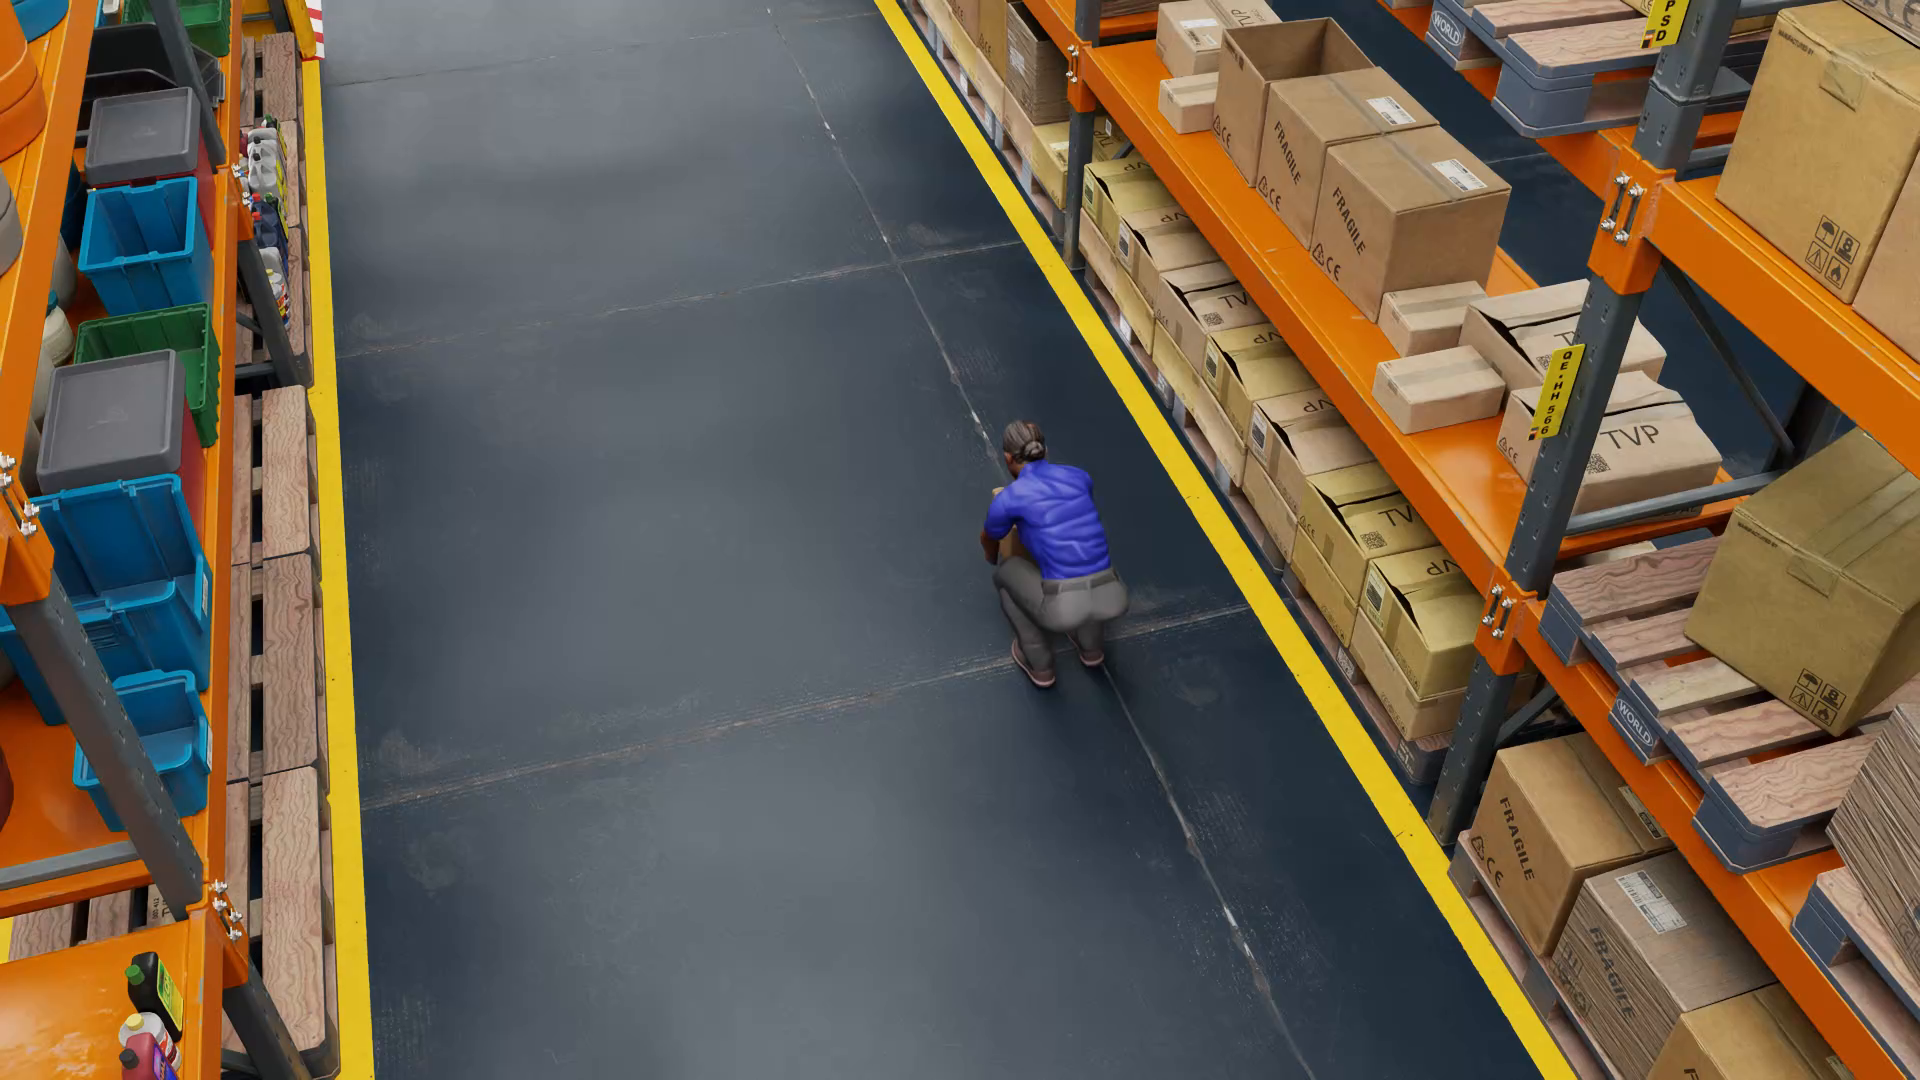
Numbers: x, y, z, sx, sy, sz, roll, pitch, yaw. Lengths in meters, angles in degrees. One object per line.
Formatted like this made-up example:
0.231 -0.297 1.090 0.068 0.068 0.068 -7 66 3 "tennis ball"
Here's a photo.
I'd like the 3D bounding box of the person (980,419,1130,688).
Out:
0.363 0.066 6.616 0.475 0.958 0.808 -12 44 -13 "person"
